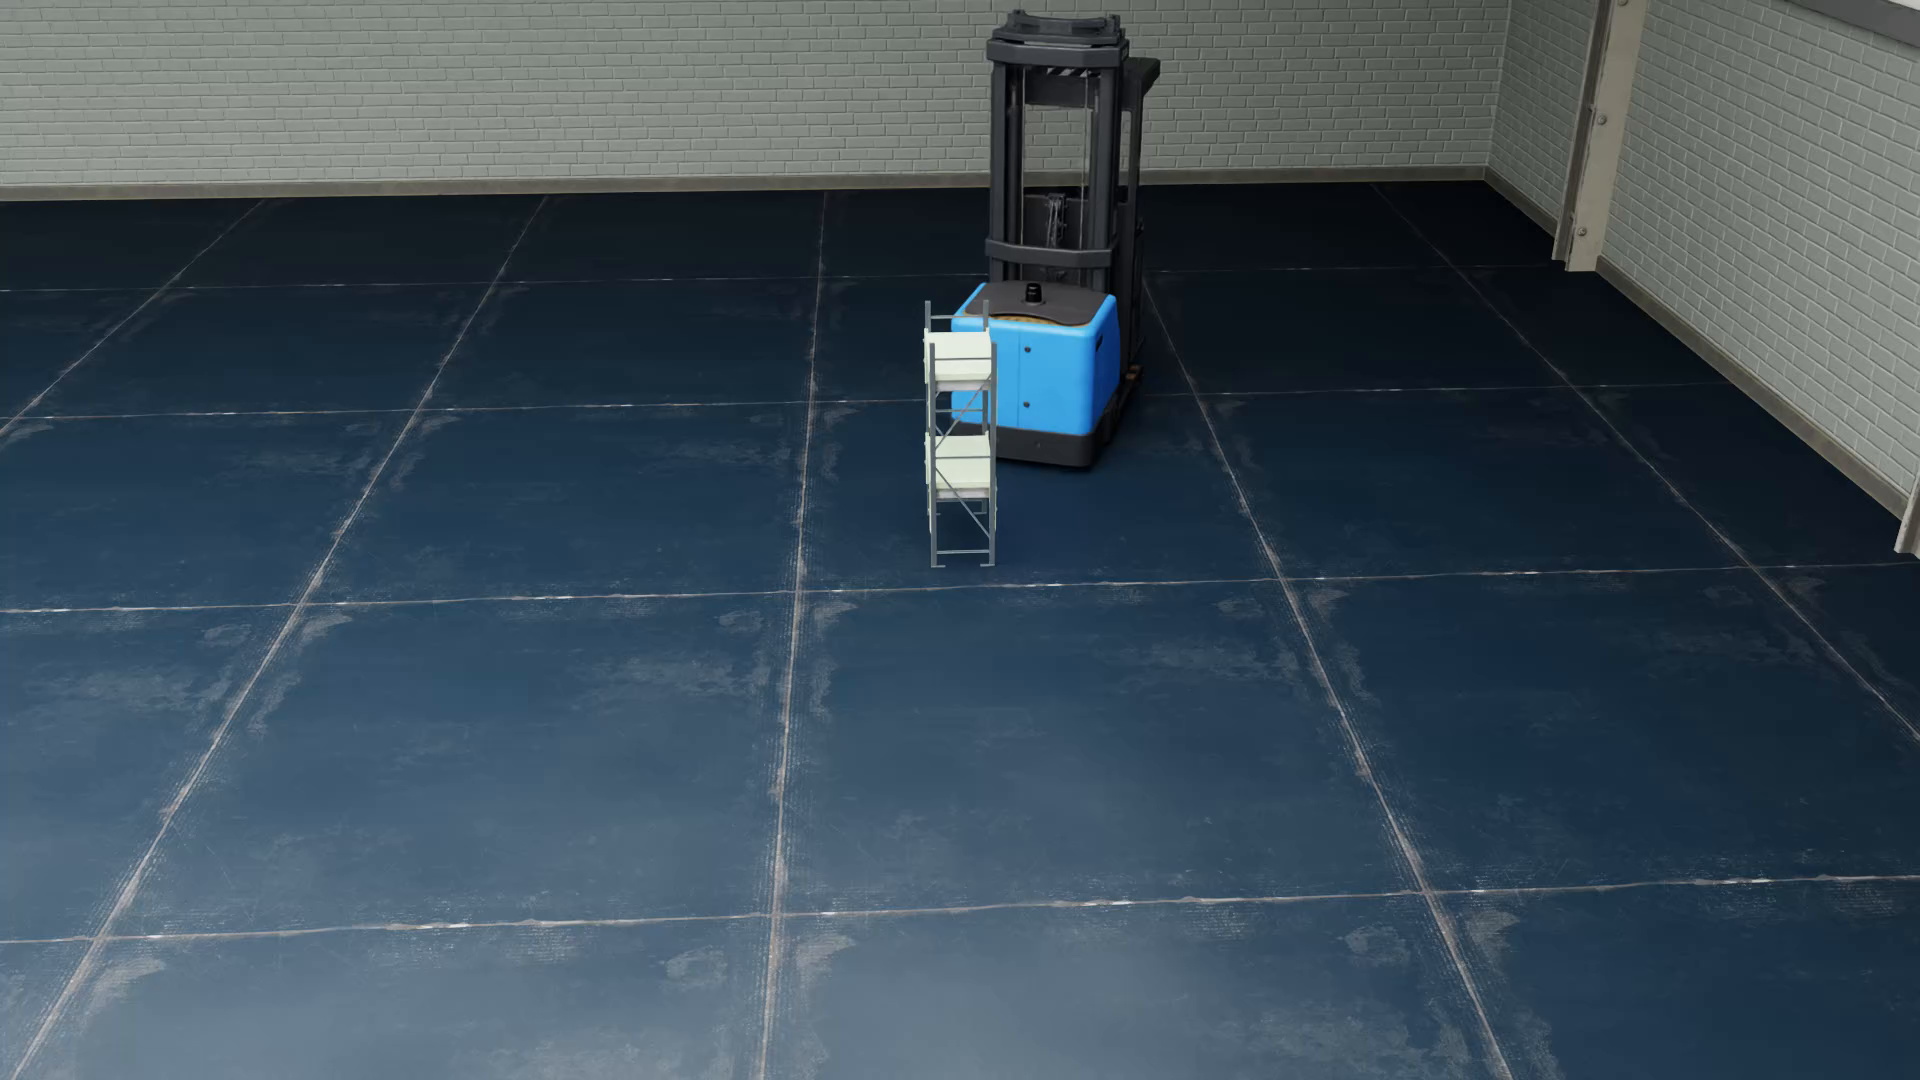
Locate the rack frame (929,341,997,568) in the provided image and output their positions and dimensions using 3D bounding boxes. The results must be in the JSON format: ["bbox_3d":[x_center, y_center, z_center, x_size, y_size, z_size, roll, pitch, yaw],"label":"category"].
[{"bbox_3d":[0.019,-0.499,10.147,0.400,1.500,0.023,-1,28,-3],"label":"rack frame"}]

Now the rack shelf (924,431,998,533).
[{"bbox_3d":[0.000,-0.379,10.622,0.431,0.370,0.720,-1,28,-3],"label":"rack shelf"}]

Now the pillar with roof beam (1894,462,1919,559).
[{"bbox_3d":[1.873,-3.742,8.255,9.100,9.000,0.400,-1,28,-3],"label":"pillar with roof beam"}]

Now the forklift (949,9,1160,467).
[{"bbox_3d":[0.825,-2.475,12.388,1.130,2.935,3.031,8,29,14],"label":"forklift"}]

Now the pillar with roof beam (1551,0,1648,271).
[{"bbox_3d":[1.559,-6.513,13.568,9.100,9.000,0.400,-1,28,-3],"label":"pillar with roof beam"}]

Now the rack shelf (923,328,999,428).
[{"bbox_3d":[0.000,-1.014,10.291,0.431,0.370,0.720,-1,28,-3],"label":"rack shelf"}]

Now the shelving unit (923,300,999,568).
[{"bbox_3d":[0.000,-0.668,10.471,0.431,1.500,0.755,-1,28,-3],"label":"shelving unit"}]

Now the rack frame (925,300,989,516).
[{"bbox_3d":[-0.019,-0.837,10.795,0.400,1.500,0.023,-1,28,-3],"label":"rack frame"}]
